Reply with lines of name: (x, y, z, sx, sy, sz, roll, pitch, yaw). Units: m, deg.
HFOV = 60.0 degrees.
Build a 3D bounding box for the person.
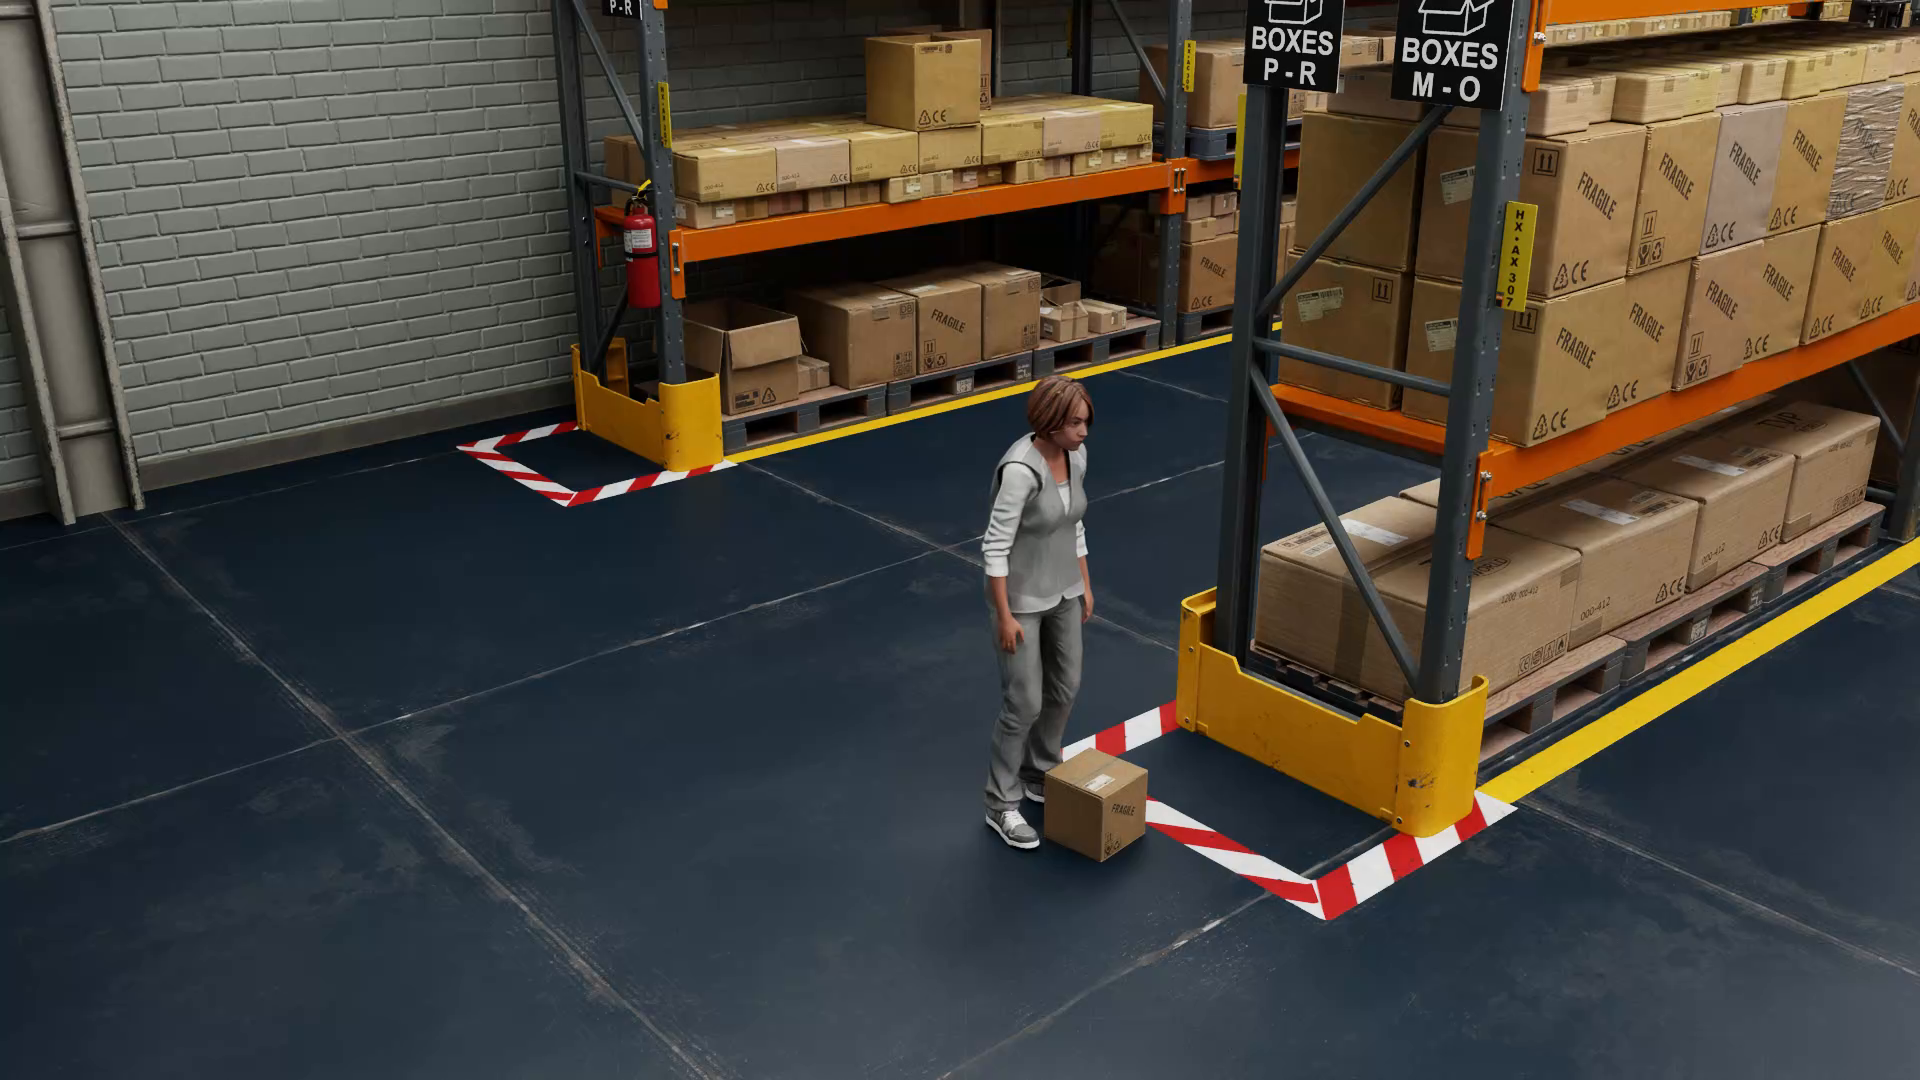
person: (0.265, 0.222, 5.545, 0.343, 1.582, 0.462, 19, 28, 40)
